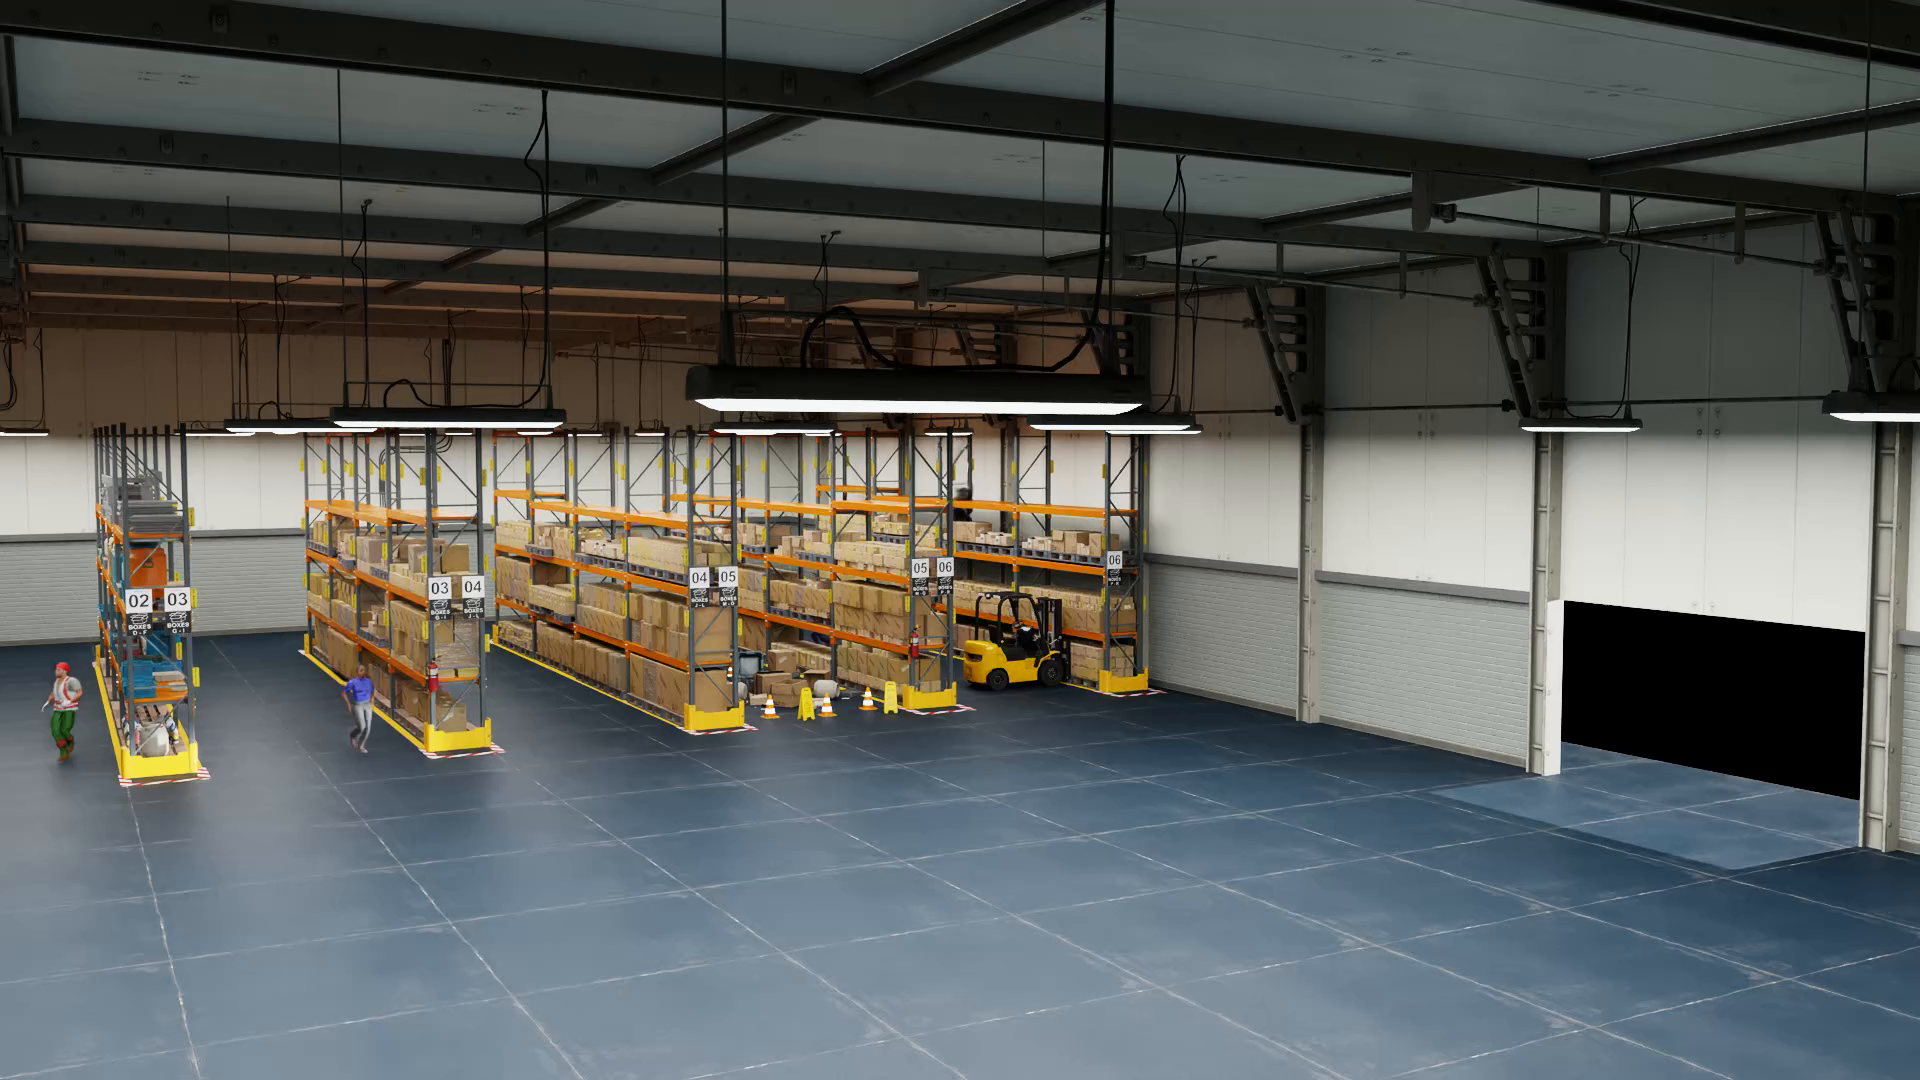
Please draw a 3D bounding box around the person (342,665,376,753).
[{"bbox_3d":[-10.908,3.084,30.331,0.566,1.611,0.541,-3,5,-43],"label":"person"}]

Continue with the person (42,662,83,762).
[{"bbox_3d":[-16.094,3.065,29.796,0.821,1.755,0.543,0,3,5],"label":"person"}]

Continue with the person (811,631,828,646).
[{"bbox_3d":[-3.803,2.231,44.606,0.615,1.605,0.552,-2,4,-33],"label":"person"}]
